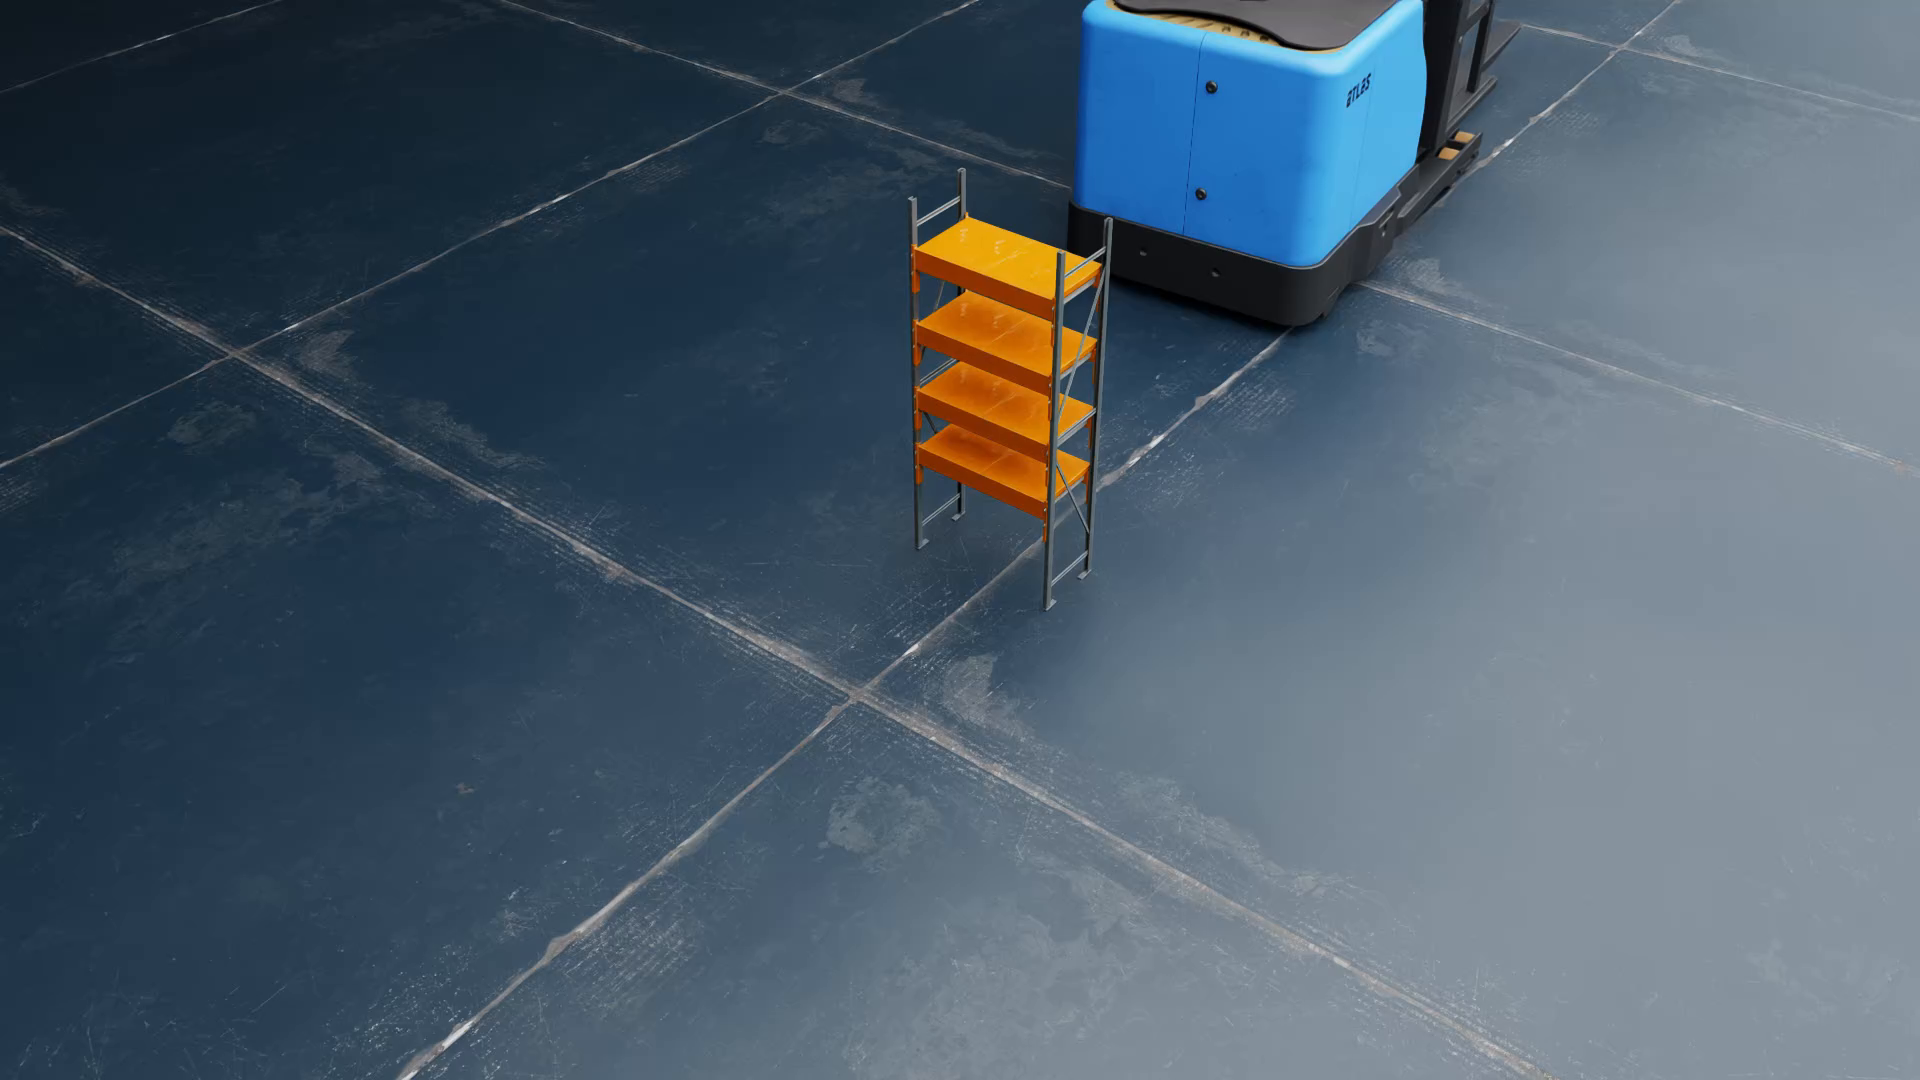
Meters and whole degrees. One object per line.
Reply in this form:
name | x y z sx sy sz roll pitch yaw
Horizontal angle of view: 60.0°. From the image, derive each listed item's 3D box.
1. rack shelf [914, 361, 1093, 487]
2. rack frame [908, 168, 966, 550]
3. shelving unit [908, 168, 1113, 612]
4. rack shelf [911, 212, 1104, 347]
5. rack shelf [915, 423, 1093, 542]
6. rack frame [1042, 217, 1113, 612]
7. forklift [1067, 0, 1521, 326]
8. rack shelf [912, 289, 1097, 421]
rack shelf | 0.131 -0.357 4.842 0.480 0.148 0.258 25 45 29
rack frame | -0.062 -0.502 4.918 0.015 1.200 0.240 25 45 29
shelving unit | 0.131 -0.410 4.801 0.503 1.200 0.258 25 45 29
rack shelf | 0.131 -0.720 4.559 0.480 0.148 0.258 25 45 29
rack shelf | 0.131 -0.201 4.965 0.480 0.148 0.258 25 45 29
rack frame | 0.325 -0.319 4.684 0.015 1.200 0.240 25 45 29
forklift | 1.638 -2.823 6.478 1.130 2.935 3.031 21 43 25
rack shelf | 0.131 -0.534 4.705 0.480 0.148 0.258 25 45 29
